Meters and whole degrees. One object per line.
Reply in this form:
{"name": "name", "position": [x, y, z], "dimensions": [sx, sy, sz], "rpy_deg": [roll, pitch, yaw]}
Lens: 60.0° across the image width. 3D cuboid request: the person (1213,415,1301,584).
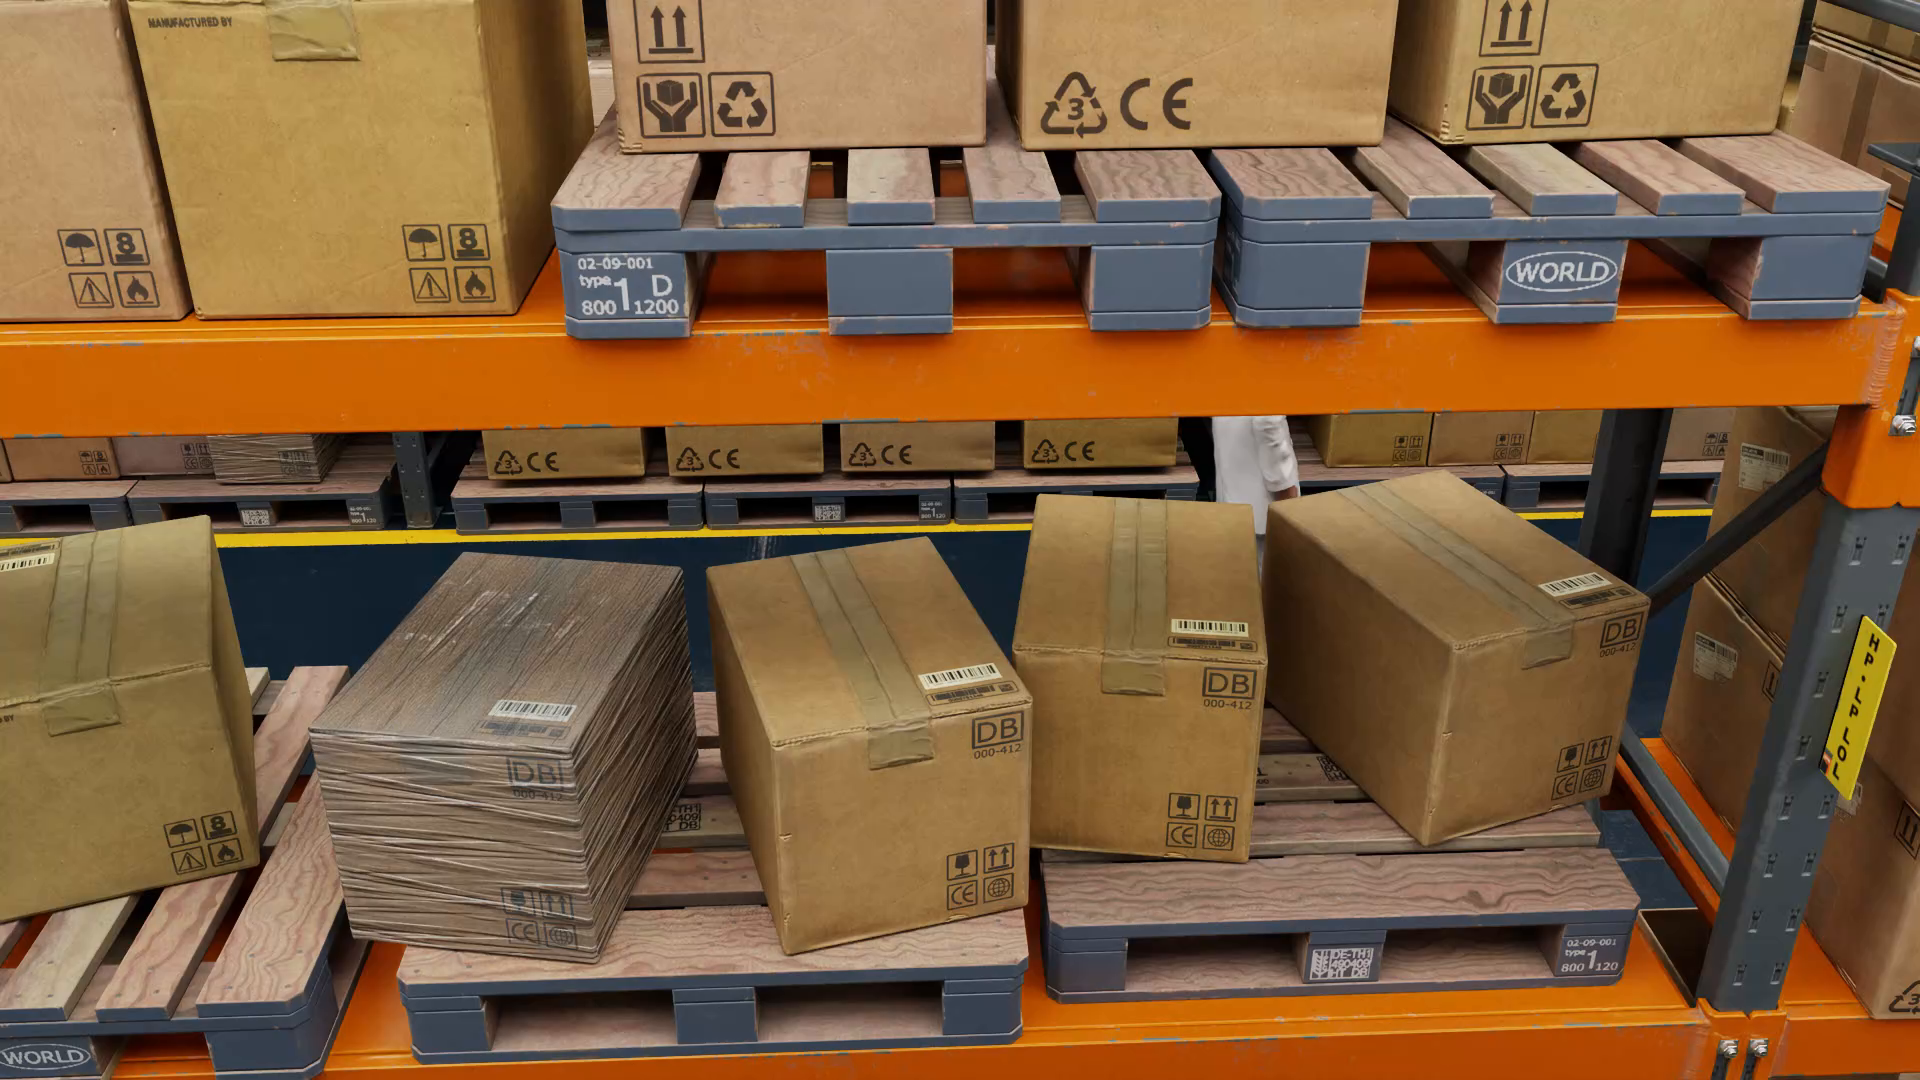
{"name": "person", "position": [1.228, -0.319, 6.756], "dimensions": [0.421, 1.774, 0.642], "rpy_deg": [-1, 27, -3]}
